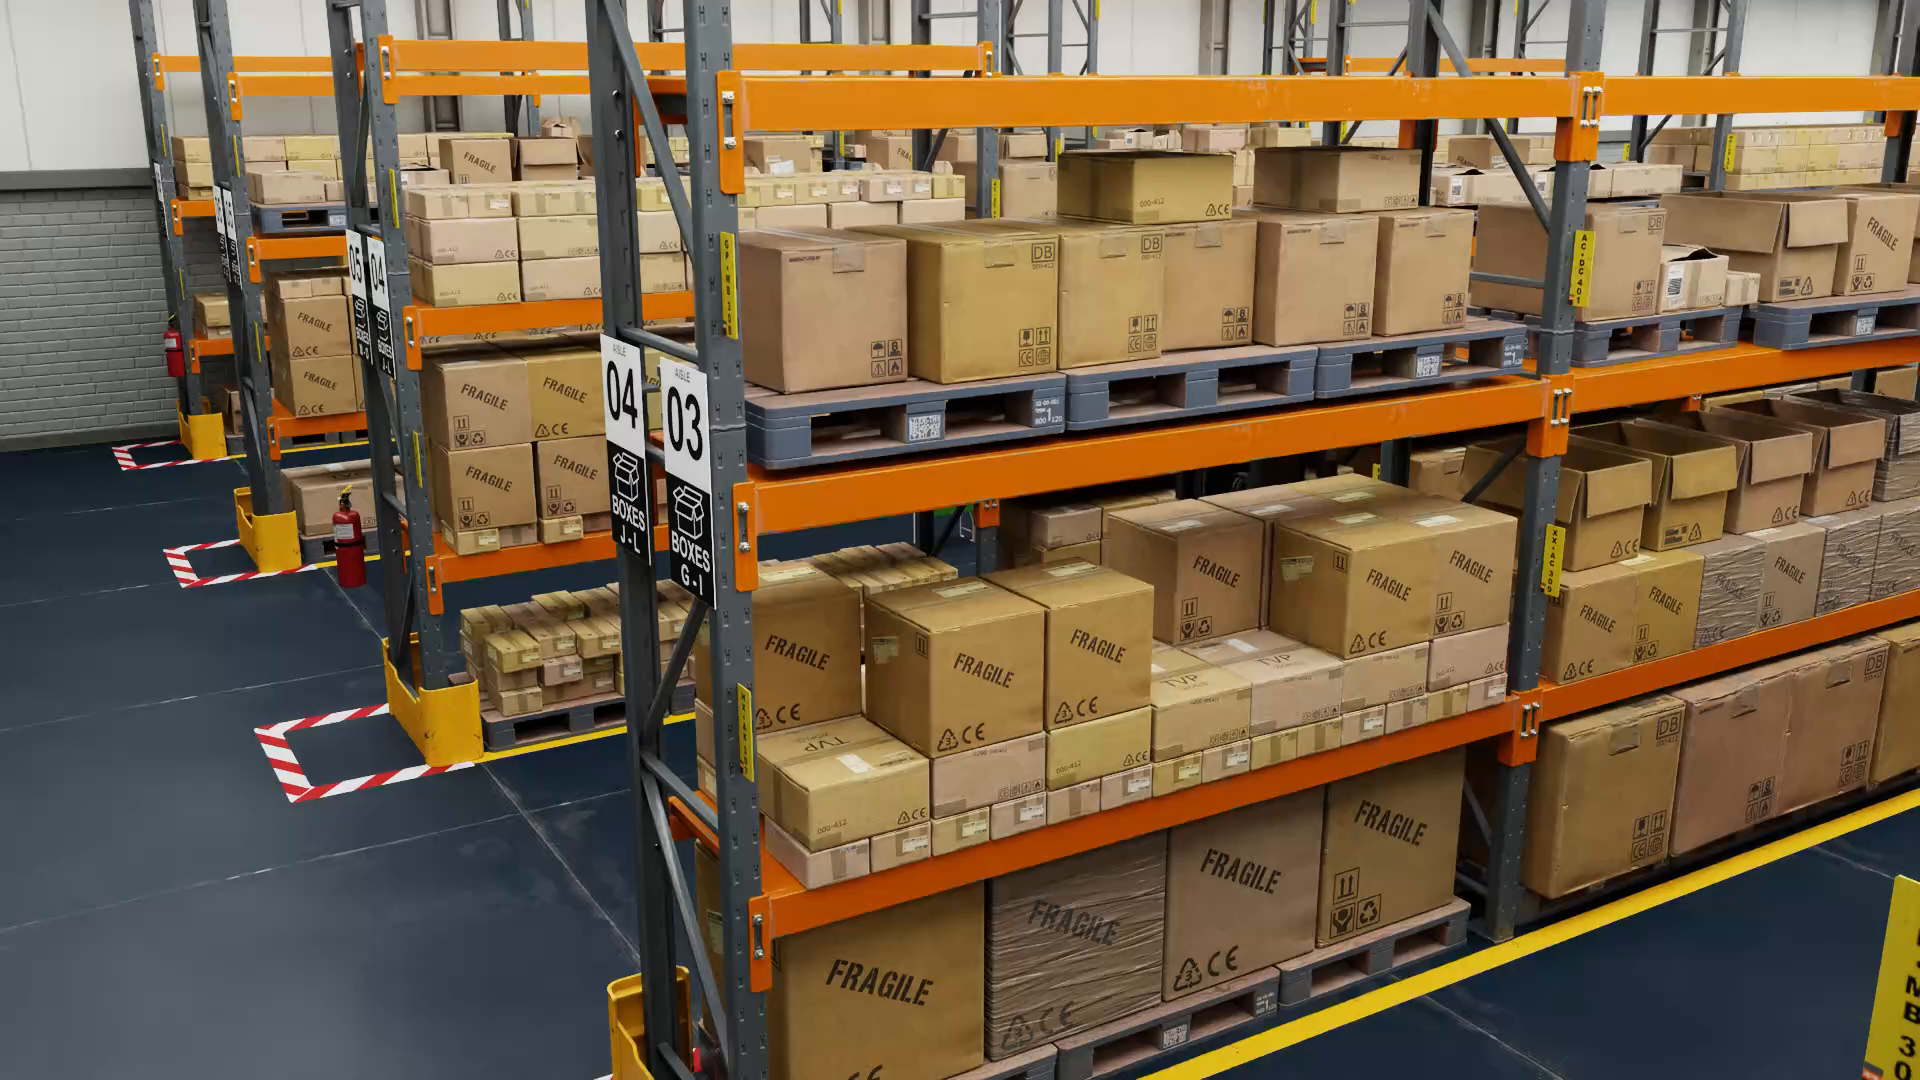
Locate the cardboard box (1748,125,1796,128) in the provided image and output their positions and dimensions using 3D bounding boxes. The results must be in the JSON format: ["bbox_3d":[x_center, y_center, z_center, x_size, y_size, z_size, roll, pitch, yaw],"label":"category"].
[{"bbox_3d":[8.264,-4.146,16.950,0.250,0.149,0.380,-9,18,-29],"label":"cardboard box"}]

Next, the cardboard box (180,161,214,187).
[{"bbox_3d":[-8.147,-3.977,18.050,0.500,0.250,0.500,-9,18,-30],"label":"cardboard box"}]

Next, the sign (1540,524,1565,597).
[{"bbox_3d":[2.711,0.095,7.605,0.005,0.325,0.100,-9,18,-30],"label":"sign"}]

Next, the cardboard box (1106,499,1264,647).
[{"bbox_3d":[1.012,0.137,7.542,0.500,0.500,0.500,-10,18,-31],"label":"cardboard box"}]

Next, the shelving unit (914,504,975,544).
[{"bbox_3d":[-0.142,-0.555,15.006,0.503,1.200,0.258,-9,18,-30],"label":"shelving unit"}]

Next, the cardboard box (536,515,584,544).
[{"bbox_3d":[-2.571,-0.102,10.523,0.250,0.149,0.380,-10,18,-31],"label":"cardboard box"}]

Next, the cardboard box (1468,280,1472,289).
[{"bbox_3d":[4.646,-2.028,14.891,0.500,0.500,0.700,-10,18,-31],"label":"cardboard box"}]

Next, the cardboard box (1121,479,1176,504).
[{"bbox_3d":[1.620,-0.286,13.177,0.500,0.250,0.500,-8,18,-28],"label":"cardboard box"}]

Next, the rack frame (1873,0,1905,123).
[{"bbox_3d":[10.242,-5.297,17.474,0.127,3.000,1.000,-9,18,-30],"label":"rack frame"}]

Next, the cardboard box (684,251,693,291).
[{"bbox_3d":[-1.620,-1.776,10.747,0.500,0.250,0.500,-9,18,-30],"label":"cardboard box"}]

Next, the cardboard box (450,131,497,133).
[{"bbox_3d":[-5.810,-4.772,19.961,0.500,0.250,0.500,-9,18,-30],"label":"cardboard box"}]

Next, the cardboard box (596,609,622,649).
[{"bbox_3d":[-2.223,0.580,11.024,0.250,0.149,0.380,-10,19,-32],"label":"cardboard box"}]

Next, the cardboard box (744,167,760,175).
[{"bbox_3d":[-2.071,-3.442,15.885,0.258,0.266,0.396,-9,18,-30],"label":"cardboard box"}]

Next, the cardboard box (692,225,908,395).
[{"bbox_3d":[-0.587,-0.850,6.019,0.500,0.500,0.700,-11,19,-33],"label":"cardboard box"}]

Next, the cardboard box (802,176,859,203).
[{"bbox_3d":[-0.867,-2.346,11.119,0.250,0.149,0.380,-8,18,-28],"label":"cardboard box"}]

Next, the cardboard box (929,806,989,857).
[{"bbox_3d":[-0.092,1.054,6.399,0.250,0.149,0.380,-10,18,-31],"label":"cardboard box"}]

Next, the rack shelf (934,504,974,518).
[{"bbox_3d":[-0.142,-0.262,15.088,0.480,0.148,0.258,-9,18,-30],"label":"rack shelf"}]

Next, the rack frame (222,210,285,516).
[{"bbox_3d":[-6.109,-1.315,14.385,0.127,3.000,1.000,-9,18,-30],"label":"rack frame"}]

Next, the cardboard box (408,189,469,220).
[{"bbox_3d":[-3.078,-1.981,9.817,0.250,0.149,0.380,-9,18,-30],"label":"cardboard box"}]

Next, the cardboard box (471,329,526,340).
[{"bbox_3d":[-4.247,-2.062,15.012,0.500,0.500,0.500,-9,18,-29],"label":"cardboard box"}]

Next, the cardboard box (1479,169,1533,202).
[{"bbox_3d":[4.548,-3.038,14.288,0.500,0.250,0.500,-9,18,-28],"label":"cardboard box"}]

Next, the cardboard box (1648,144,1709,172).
[{"bbox_3d":[7.103,-3.746,16.262,0.500,0.250,0.500,-9,18,-30],"label":"cardboard box"}]

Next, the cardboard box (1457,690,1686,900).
[{"bbox_3d":[2.962,1.149,8.753,0.875,0.875,1.225,-9,18,-30],"label":"cardboard box"}]

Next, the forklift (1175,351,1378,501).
[{"bbox_3d":[2.203,-0.253,10.722,3.031,2.935,1.130,-9,18,-28],"label":"forklift"}]

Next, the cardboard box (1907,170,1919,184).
[{"bbox_3d":[6.133,-1.992,10.130,0.500,0.500,0.500,-9,18,-28],"label":"cardboard box"}]

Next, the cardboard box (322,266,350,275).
[{"bbox_3d":[-5.521,-2.350,14.836,0.250,0.149,0.380,-9,18,-30],"label":"cardboard box"}]

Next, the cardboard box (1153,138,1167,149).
[{"bbox_3d":[2.818,-5.804,24.343,0.250,0.149,0.380,-9,18,-28],"label":"cardboard box"}]

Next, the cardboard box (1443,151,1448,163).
[{"bbox_3d":[6.001,-4.708,20.657,0.500,0.250,0.500,-9,18,-29],"label":"cardboard box"}]

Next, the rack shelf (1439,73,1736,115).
[{"bbox_3d":[5.099,-3.924,14.650,4.000,0.370,1.077,-9,18,-30],"label":"rack shelf"}]

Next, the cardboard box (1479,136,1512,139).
[{"bbox_3d":[6.774,-5.042,21.108,0.250,0.149,0.380,-9,18,-29],"label":"cardboard box"}]

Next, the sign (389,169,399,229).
[{"bbox_3d":[-3.193,-1.924,9.379,0.005,0.325,0.100,-9,18,-30],"label":"sign"}]

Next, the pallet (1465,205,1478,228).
[{"bbox_3d":[4.866,-2.908,14.858,1.213,0.211,1.003,-8,18,-27],"label":"pallet"}]

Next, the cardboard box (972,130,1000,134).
[{"bbox_3d":[0.465,-5.519,23.027,0.500,0.311,0.500,-10,18,-32],"label":"cardboard box"}]

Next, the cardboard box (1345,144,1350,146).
[{"bbox_3d":[3.172,-3.041,13.380,0.258,0.266,0.396,-9,18,-30],"label":"cardboard box"}]

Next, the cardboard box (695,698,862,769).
[{"bbox_3d":[-0.726,0.778,6.645,0.500,0.250,0.500,-10,18,-31],"label":"cardboard box"}]

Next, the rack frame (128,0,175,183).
[{"bbox_3d":[-8.668,-5.352,17.671,0.127,3.000,1.000,-9,18,-30],"label":"rack frame"}]

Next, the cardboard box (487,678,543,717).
[{"bbox_3d":[-2.859,0.988,10.673,0.250,0.149,0.380,-9,18,-29],"label":"cardboard box"}]

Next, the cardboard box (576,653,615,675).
[{"bbox_3d":[-2.464,0.750,10.969,0.250,0.149,0.380,-9,18,-29],"label":"cardboard box"}]

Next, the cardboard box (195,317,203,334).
[{"bbox_3d":[-8.523,-2.451,18.900,0.250,0.149,0.380,-9,18,-30],"label":"cardboard box"}]

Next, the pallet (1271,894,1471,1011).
[{"bbox_3d":[1.731,1.852,8.253,1.213,0.211,1.003,-9,18,-30],"label":"pallet"}]

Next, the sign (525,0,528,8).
[{"bbox_3d":[-4.976,-6.268,19.060,0.005,0.325,0.100,-9,18,-30],"label":"sign"}]

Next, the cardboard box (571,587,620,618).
[{"bbox_3d":[-2.494,0.459,11.456,0.250,0.149,0.380,-10,19,-32],"label":"cardboard box"}]

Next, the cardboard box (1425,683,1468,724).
[{"bbox_3d":[2.110,0.696,7.674,0.250,0.149,0.380,-9,18,-29],"label":"cardboard box"}]

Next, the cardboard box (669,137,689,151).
[{"bbox_3d":[-3.468,-4.904,20.581,0.250,0.149,0.380,-9,18,-29],"label":"cardboard box"}]

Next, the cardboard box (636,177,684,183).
[{"bbox_3d":[-2.009,-2.312,10.996,0.250,0.149,0.380,-10,18,-31],"label":"cardboard box"}]

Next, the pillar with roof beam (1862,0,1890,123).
[{"bbox_3d":[21.632,-9.194,31.376,0.400,9.000,9.100,-9,18,-30],"label":"pillar with roof beam"}]

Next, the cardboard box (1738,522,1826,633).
[{"bbox_3d":[4.247,0.155,8.956,0.500,0.500,0.500,-9,18,-29],"label":"cardboard box"}]

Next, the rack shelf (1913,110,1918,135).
[{"bbox_3d":[7.567,-2.762,10.506,4.000,0.370,1.077,-9,18,-30],"label":"rack shelf"}]

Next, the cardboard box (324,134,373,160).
[{"bbox_3d":[-6.858,-4.436,18.759,0.500,0.250,0.500,-9,18,-28],"label":"cardboard box"}]

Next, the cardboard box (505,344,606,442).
[{"bbox_3d":[-2.522,-0.930,10.420,0.500,0.500,0.500,-9,18,-28],"label":"cardboard box"}]

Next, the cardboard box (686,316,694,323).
[{"bbox_3d":[-2.427,-2.157,16.741,0.500,0.250,0.500,-9,18,-30],"label":"cardboard box"}]

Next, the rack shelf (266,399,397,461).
[{"bbox_3d":[-4.394,-1.247,15.474,4.000,0.370,1.077,-9,18,-30],"label":"rack shelf"}]

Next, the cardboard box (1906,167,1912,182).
[{"bbox_3d":[9.478,-3.752,17.021,0.250,0.149,0.380,-9,18,-29],"label":"cardboard box"}]

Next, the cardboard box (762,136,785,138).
[{"bbox_3d":[-2.435,-5.106,21.337,0.250,0.149,0.380,-10,18,-32],"label":"cardboard box"}]

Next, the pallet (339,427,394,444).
[{"bbox_3d":[-6.876,-1.411,19.892,1.213,0.211,1.003,-9,18,-30],"label":"pallet"}]
